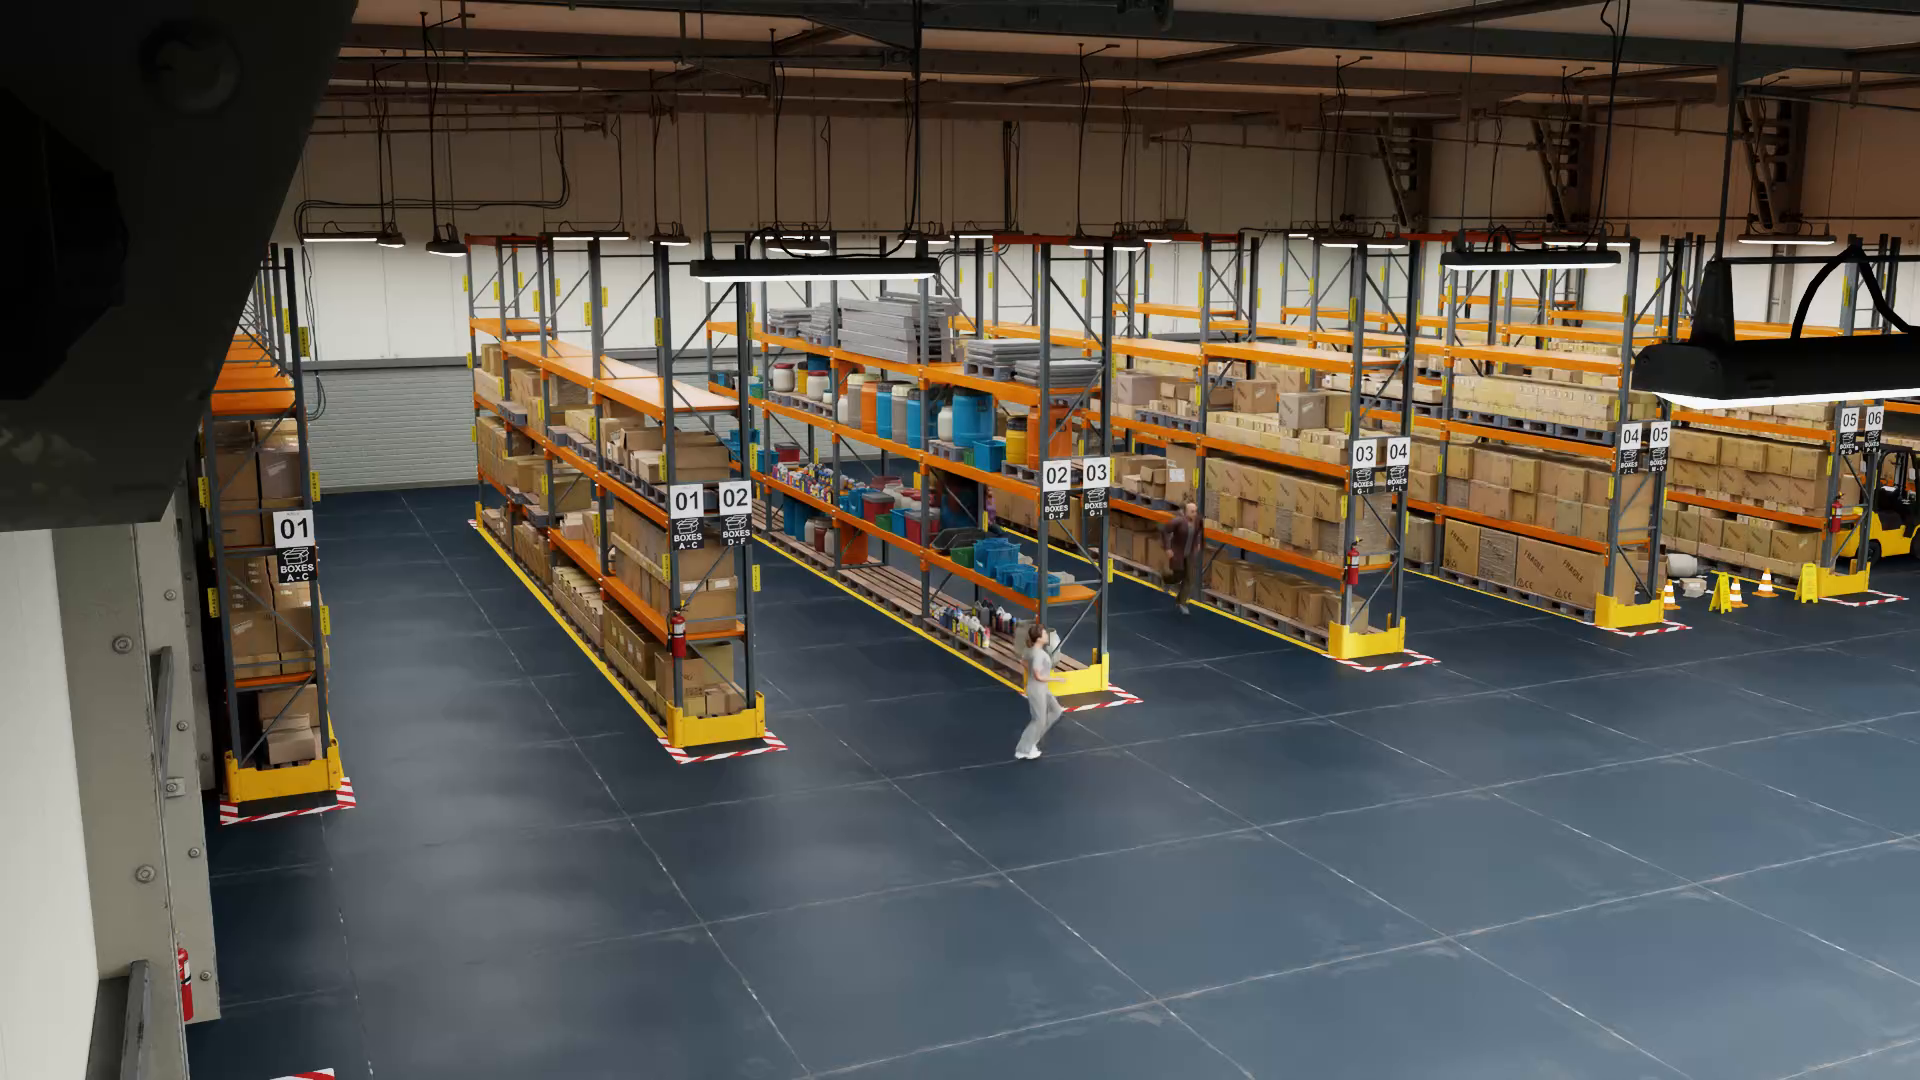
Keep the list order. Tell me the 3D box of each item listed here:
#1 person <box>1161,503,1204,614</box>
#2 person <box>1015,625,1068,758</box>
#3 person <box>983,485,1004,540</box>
[{"bbox_3d":[3.436,0.230,26.035,0.713,1.740,0.895,-5,12,-26],"label":"person"},{"bbox_3d":[0.954,1.781,19.583,0.606,1.626,0.538,0,11,-1],"label":"person"},{"bbox_3d":[0.436,-0.289,30.151,0.565,1.460,0.901,-10,15,-42],"label":"person"}]
